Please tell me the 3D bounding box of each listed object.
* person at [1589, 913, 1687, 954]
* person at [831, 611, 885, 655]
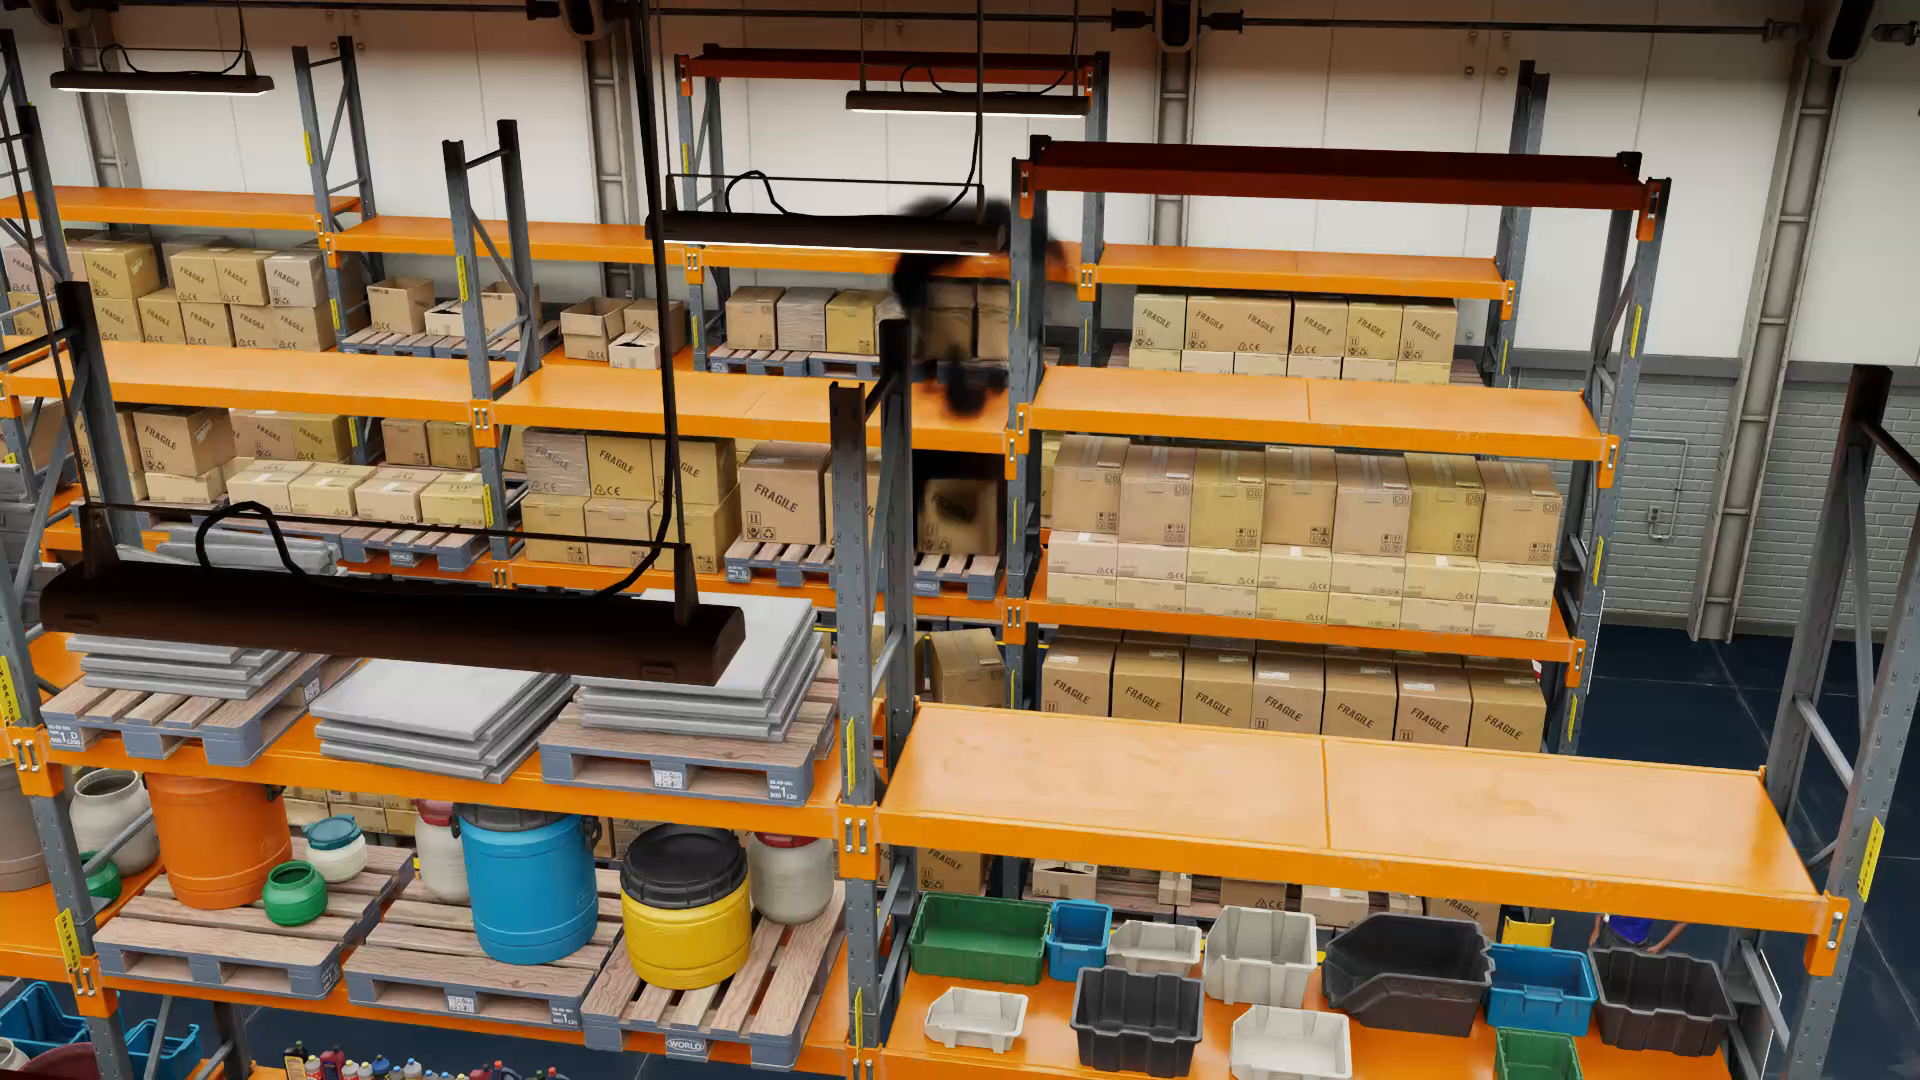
[{"bbox_3d":[4.615,2.851,11.564,0.598,1.621,0.592,-12,26,-26],"label":"person"},{"bbox_3d":[-0.760,1.249,15.108,1.046,1.802,0.705,5,23,11],"label":"person"}]
